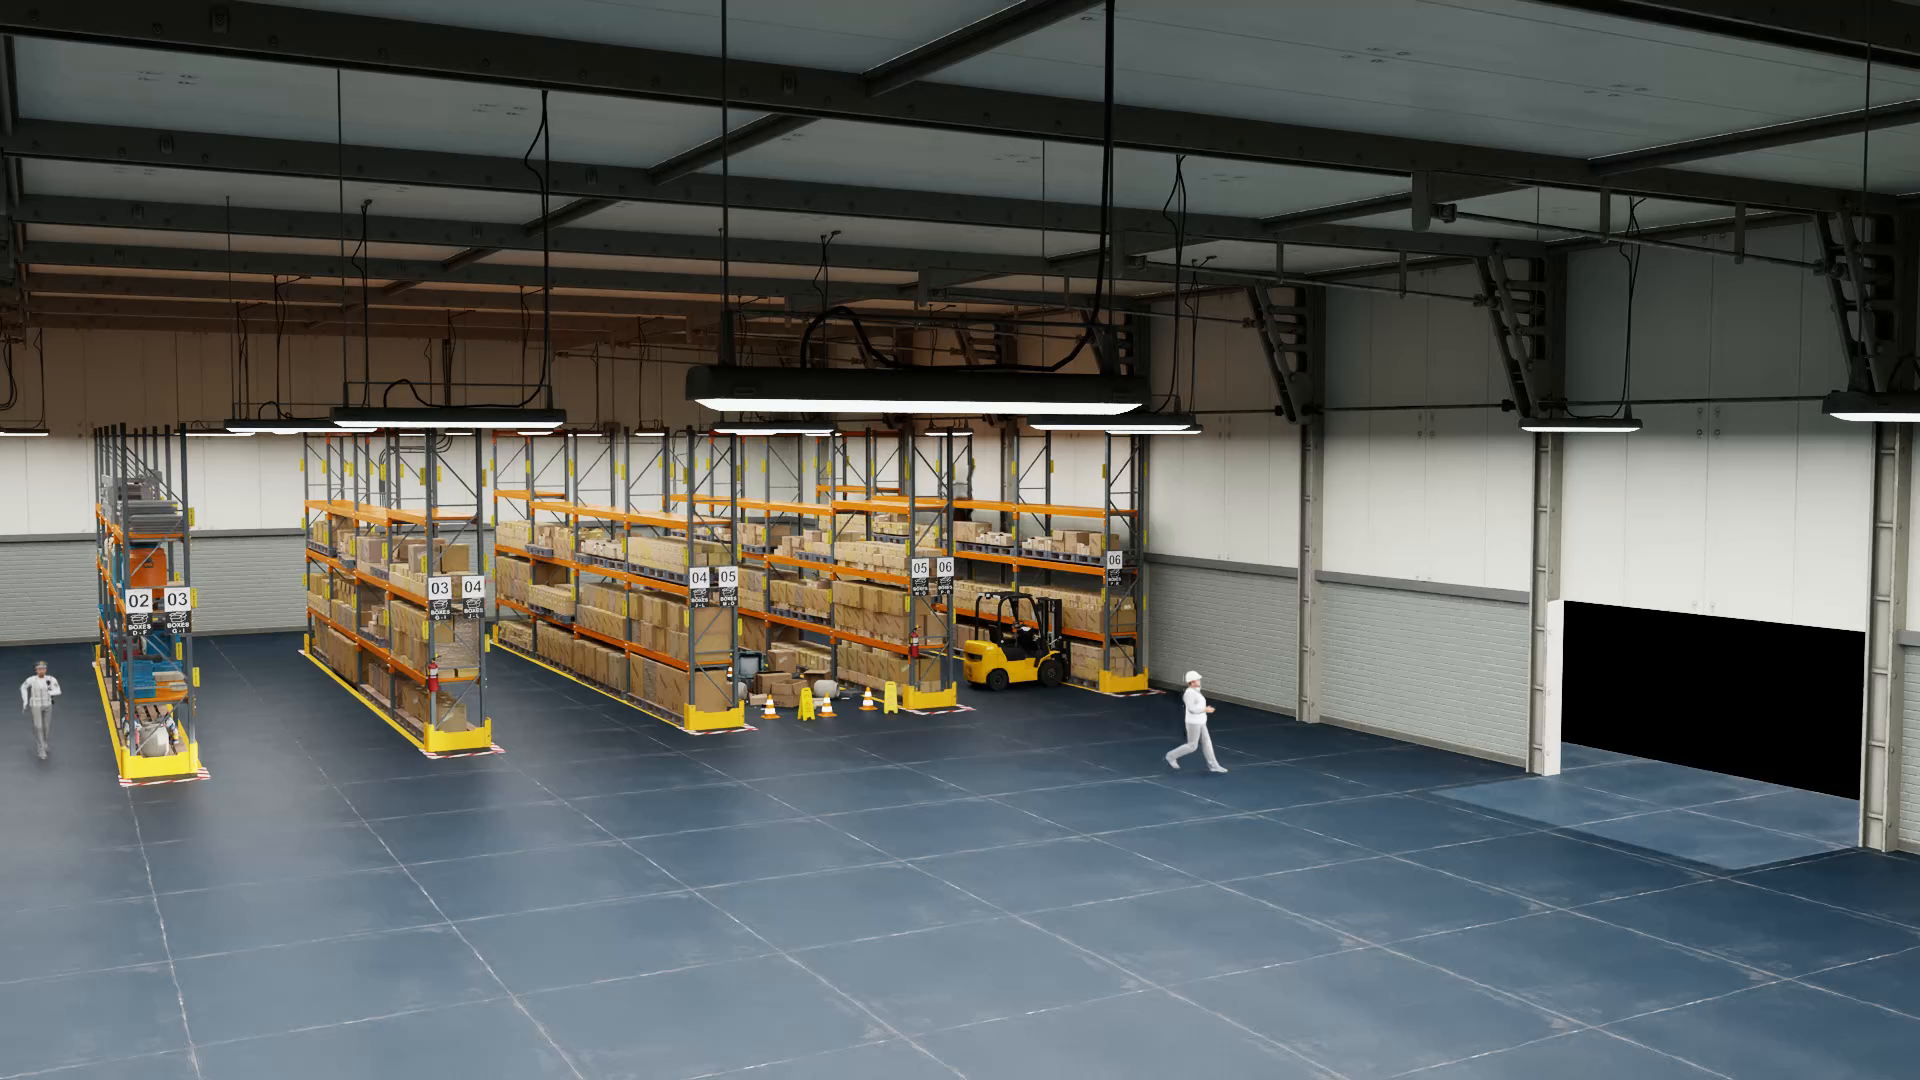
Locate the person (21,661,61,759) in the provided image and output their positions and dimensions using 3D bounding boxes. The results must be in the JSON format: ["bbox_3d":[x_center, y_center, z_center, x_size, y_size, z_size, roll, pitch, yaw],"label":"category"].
[{"bbox_3d":[-16.614,3.048,30.095,0.580,1.734,0.849,-3,4,-38],"label":"person"}]

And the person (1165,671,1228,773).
[{"bbox_3d":[4.042,3.100,28.355,1.054,1.732,0.672,1,4,18],"label":"person"}]

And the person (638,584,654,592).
[{"bbox_3d":[-9.560,1.806,50.330,0.689,1.780,0.733,-1,4,-17],"label":"person"}]
